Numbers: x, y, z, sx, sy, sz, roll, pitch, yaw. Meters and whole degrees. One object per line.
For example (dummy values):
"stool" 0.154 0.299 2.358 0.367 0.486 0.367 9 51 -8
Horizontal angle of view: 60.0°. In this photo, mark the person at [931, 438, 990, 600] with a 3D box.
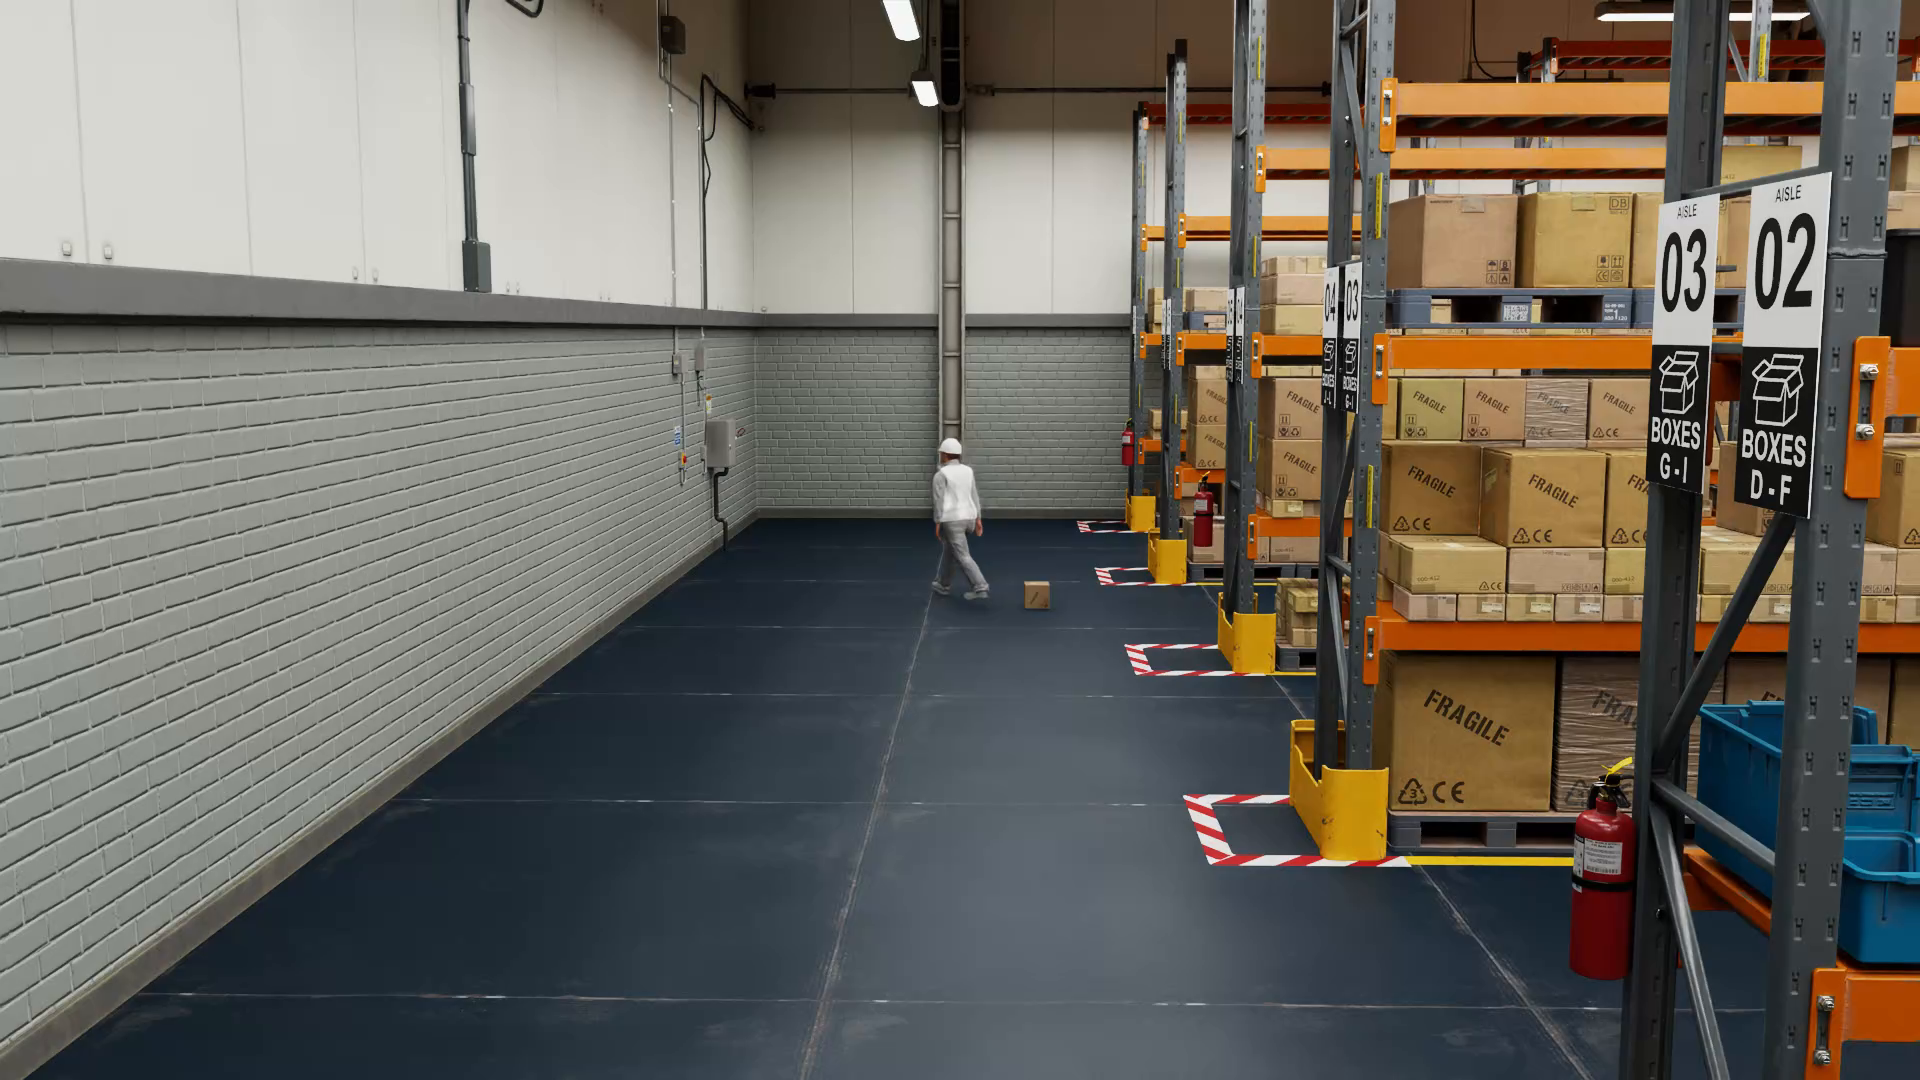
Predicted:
"person" -0.052 -0.213 17.557 0.544 1.712 1.109 -7 10 -43
